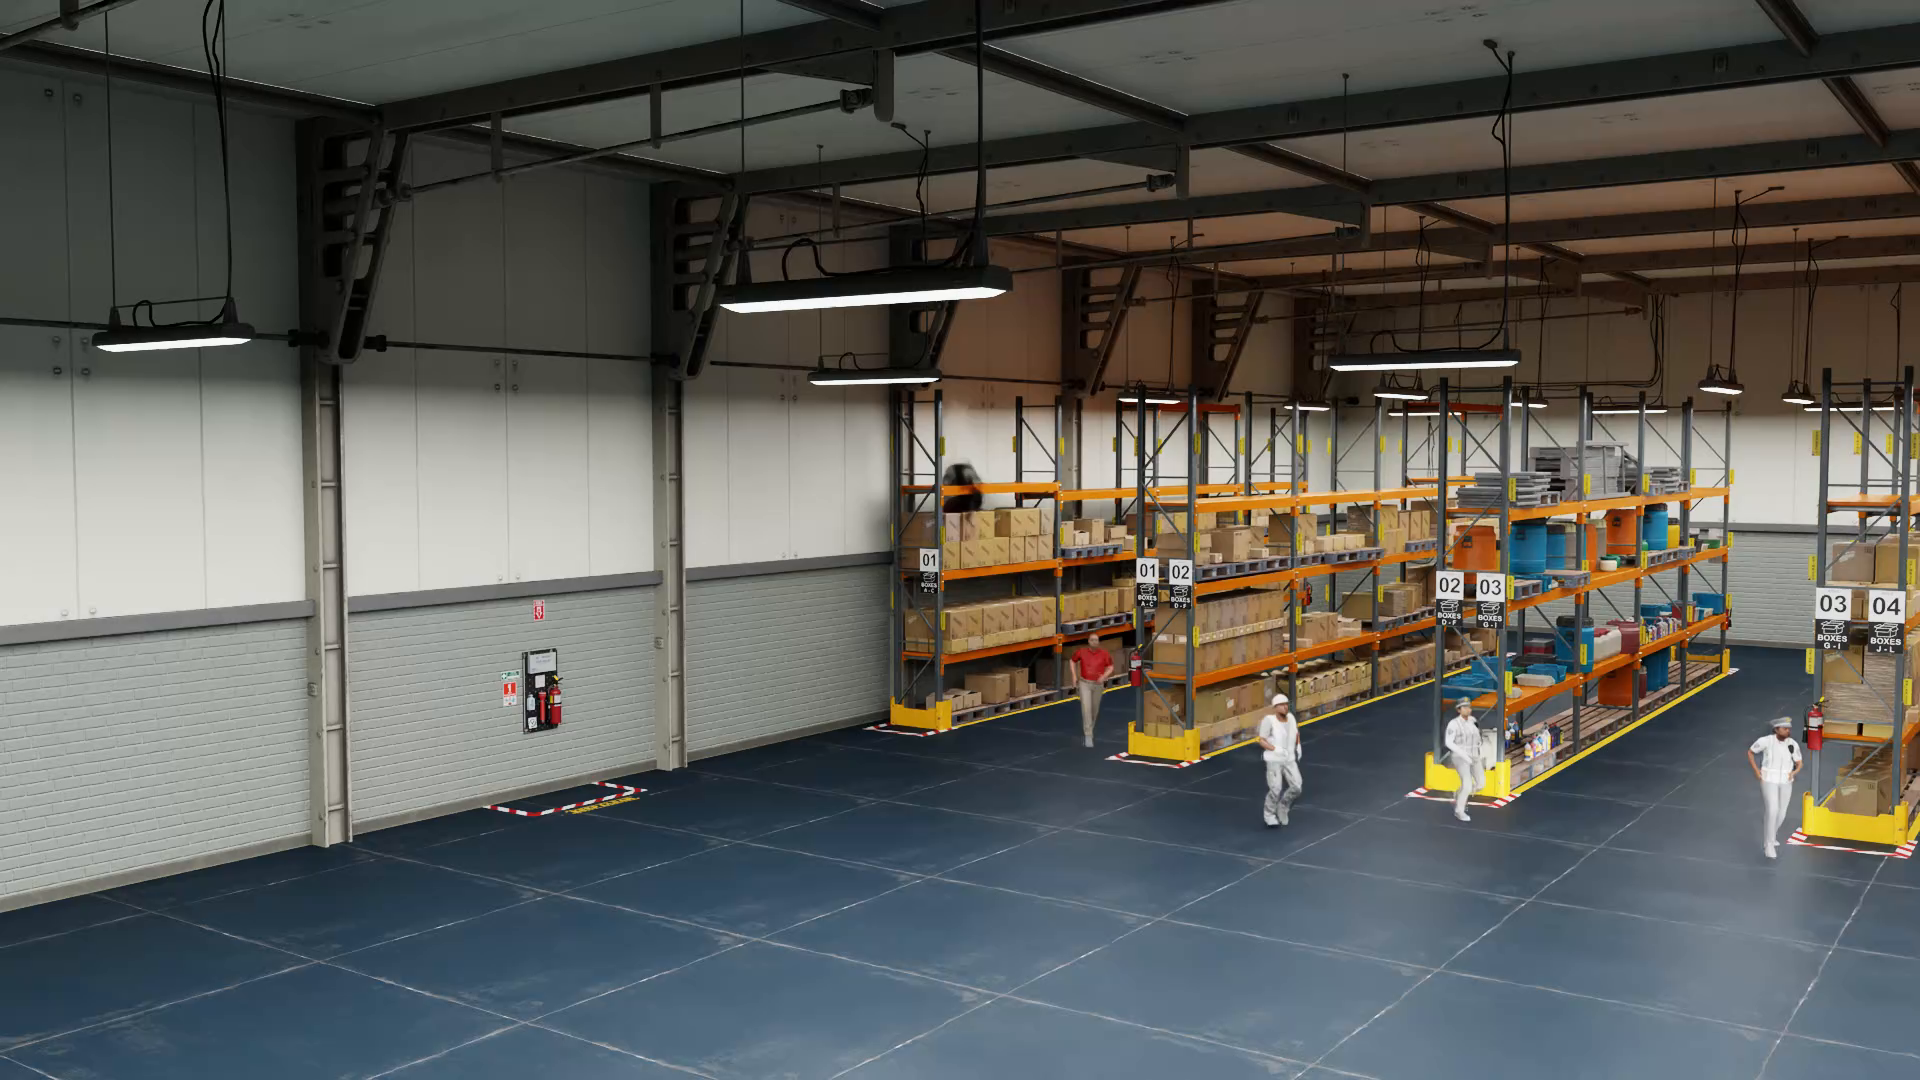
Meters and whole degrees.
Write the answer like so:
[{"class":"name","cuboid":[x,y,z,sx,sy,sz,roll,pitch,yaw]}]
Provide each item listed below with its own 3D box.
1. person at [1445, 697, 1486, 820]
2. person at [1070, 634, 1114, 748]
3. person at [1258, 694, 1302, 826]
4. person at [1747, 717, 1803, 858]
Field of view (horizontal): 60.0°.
[{"class":"person","cuboid":[6.797,2.924,22.310,0.625,1.663,0.490,-1,4,-25]},{"class":"person","cuboid":[2.119,2.374,26.579,0.679,1.767,0.894,0,3,-6]},{"class":"person","cuboid":[4.243,2.884,21.760,0.721,1.738,0.636,-1,3,-23]},{"class":"person","cuboid":[10.067,3.020,20.504,0.581,1.726,0.700,0,3,5]}]
